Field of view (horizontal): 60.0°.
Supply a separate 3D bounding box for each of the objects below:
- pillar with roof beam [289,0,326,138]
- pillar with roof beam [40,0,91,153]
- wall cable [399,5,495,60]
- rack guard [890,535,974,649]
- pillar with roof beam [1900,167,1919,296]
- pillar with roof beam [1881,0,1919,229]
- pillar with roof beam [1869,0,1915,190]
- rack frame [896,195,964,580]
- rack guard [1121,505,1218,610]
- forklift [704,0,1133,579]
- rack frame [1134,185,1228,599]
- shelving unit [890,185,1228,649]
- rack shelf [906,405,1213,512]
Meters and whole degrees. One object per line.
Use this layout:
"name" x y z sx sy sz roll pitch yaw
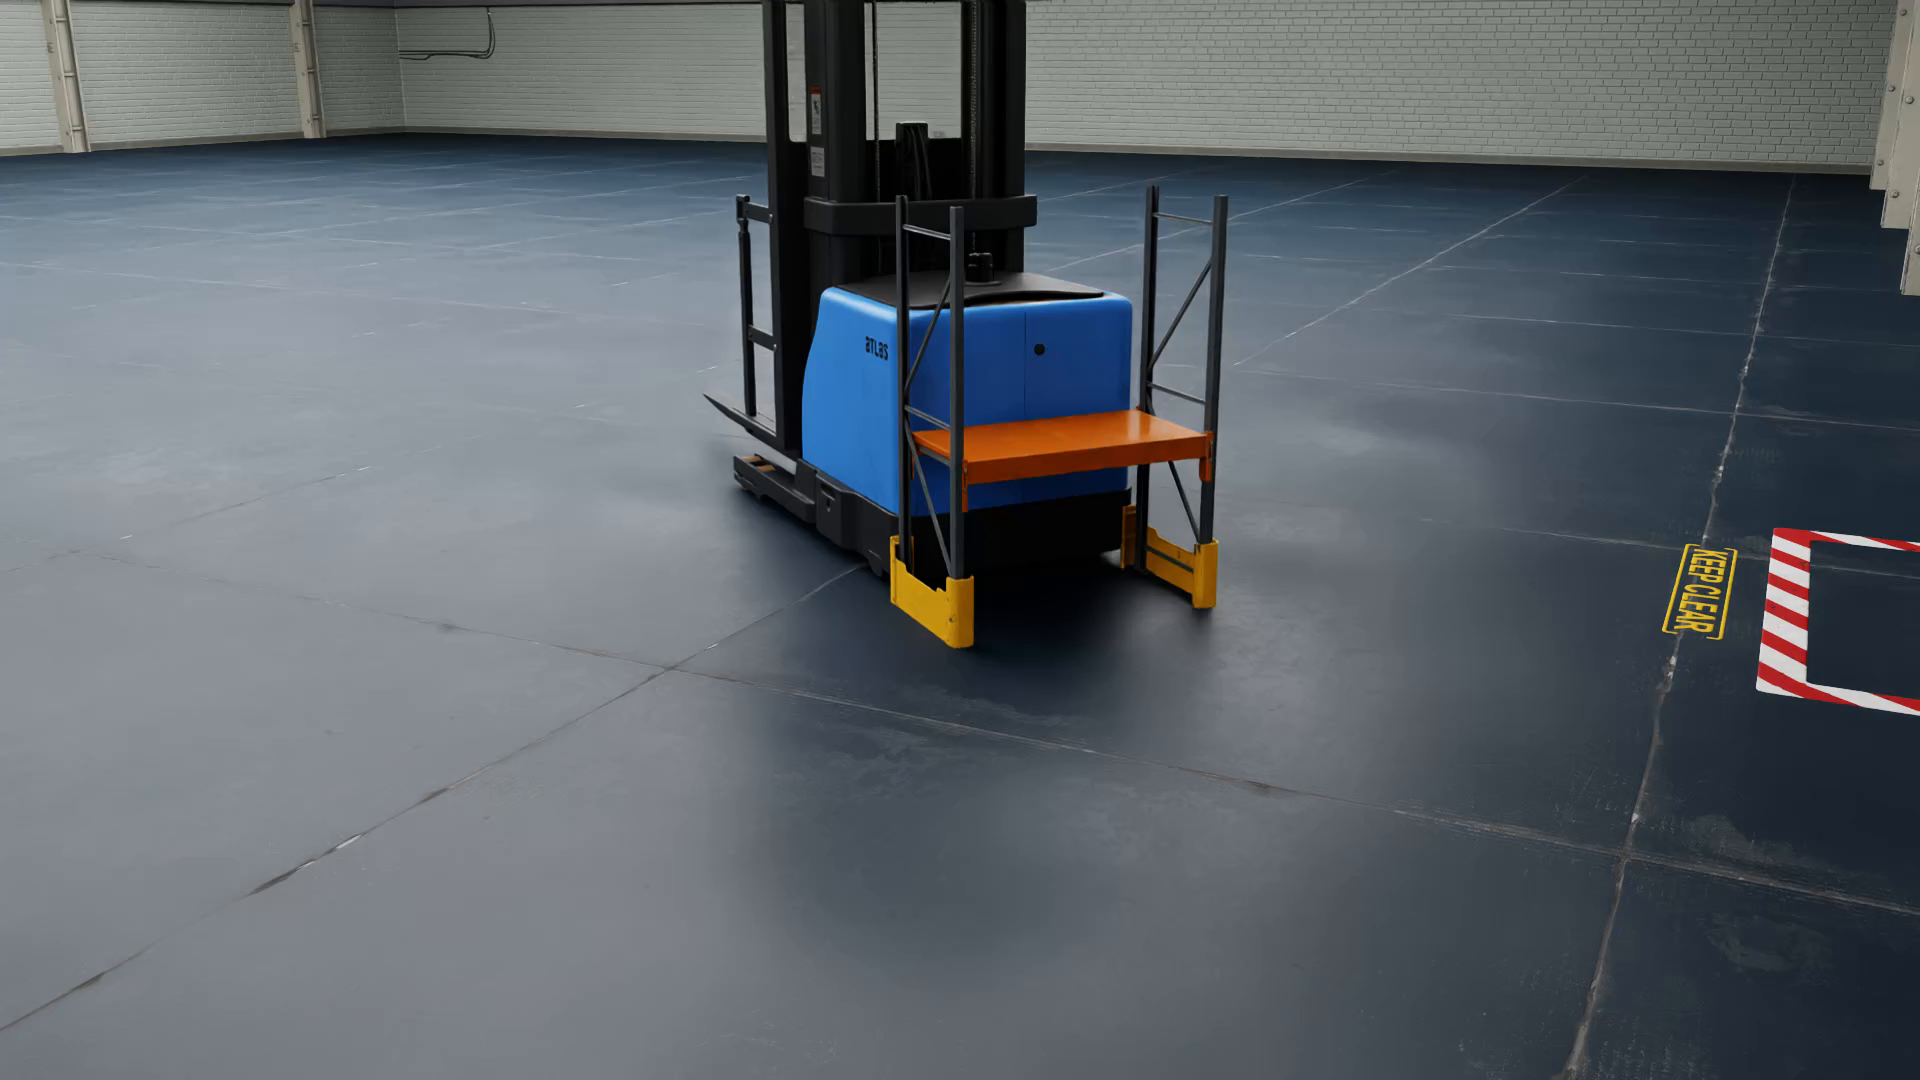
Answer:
"pillar with roof beam" -10.831 -12.922 34.725 9.100 9.000 0.400 8 18 25
"pillar with roof beam" -13.513 -11.394 29.580 9.100 9.000 0.400 8 18 25
"wall cable" -12.183 -12.563 38.972 3.097 2.526 0.112 8 18 25
"rack guard" -0.106 0.179 5.982 0.087 0.250 0.587 -8 18 -24
"pillar with roof beam" 4.284 -6.953 14.630 9.100 9.000 0.400 8 18 25
"pillar with roof beam" 6.965 -8.481 19.775 9.100 9.000 0.400 8 18 25
"pillar with roof beam" 9.646 -10.010 24.921 9.100 9.000 0.400 8 18 25
"rack frame" -0.106 -0.420 5.803 0.032 1.500 0.500 -8 18 -24
"rack guard" 0.797 0.059 6.386 0.087 0.250 0.587 -8 18 -24
"forklift" -0.408 -1.633 7.373 1.130 2.935 3.031 -8 18 -25
"rack frame" 0.815 -0.542 6.215 0.032 1.500 0.500 -8 18 -24
"shelving unit" 0.346 -0.480 6.006 1.083 1.500 0.587 -8 18 -24
"rack shelf" 0.354 -0.309 6.061 1.000 0.185 0.538 -8 18 -24
